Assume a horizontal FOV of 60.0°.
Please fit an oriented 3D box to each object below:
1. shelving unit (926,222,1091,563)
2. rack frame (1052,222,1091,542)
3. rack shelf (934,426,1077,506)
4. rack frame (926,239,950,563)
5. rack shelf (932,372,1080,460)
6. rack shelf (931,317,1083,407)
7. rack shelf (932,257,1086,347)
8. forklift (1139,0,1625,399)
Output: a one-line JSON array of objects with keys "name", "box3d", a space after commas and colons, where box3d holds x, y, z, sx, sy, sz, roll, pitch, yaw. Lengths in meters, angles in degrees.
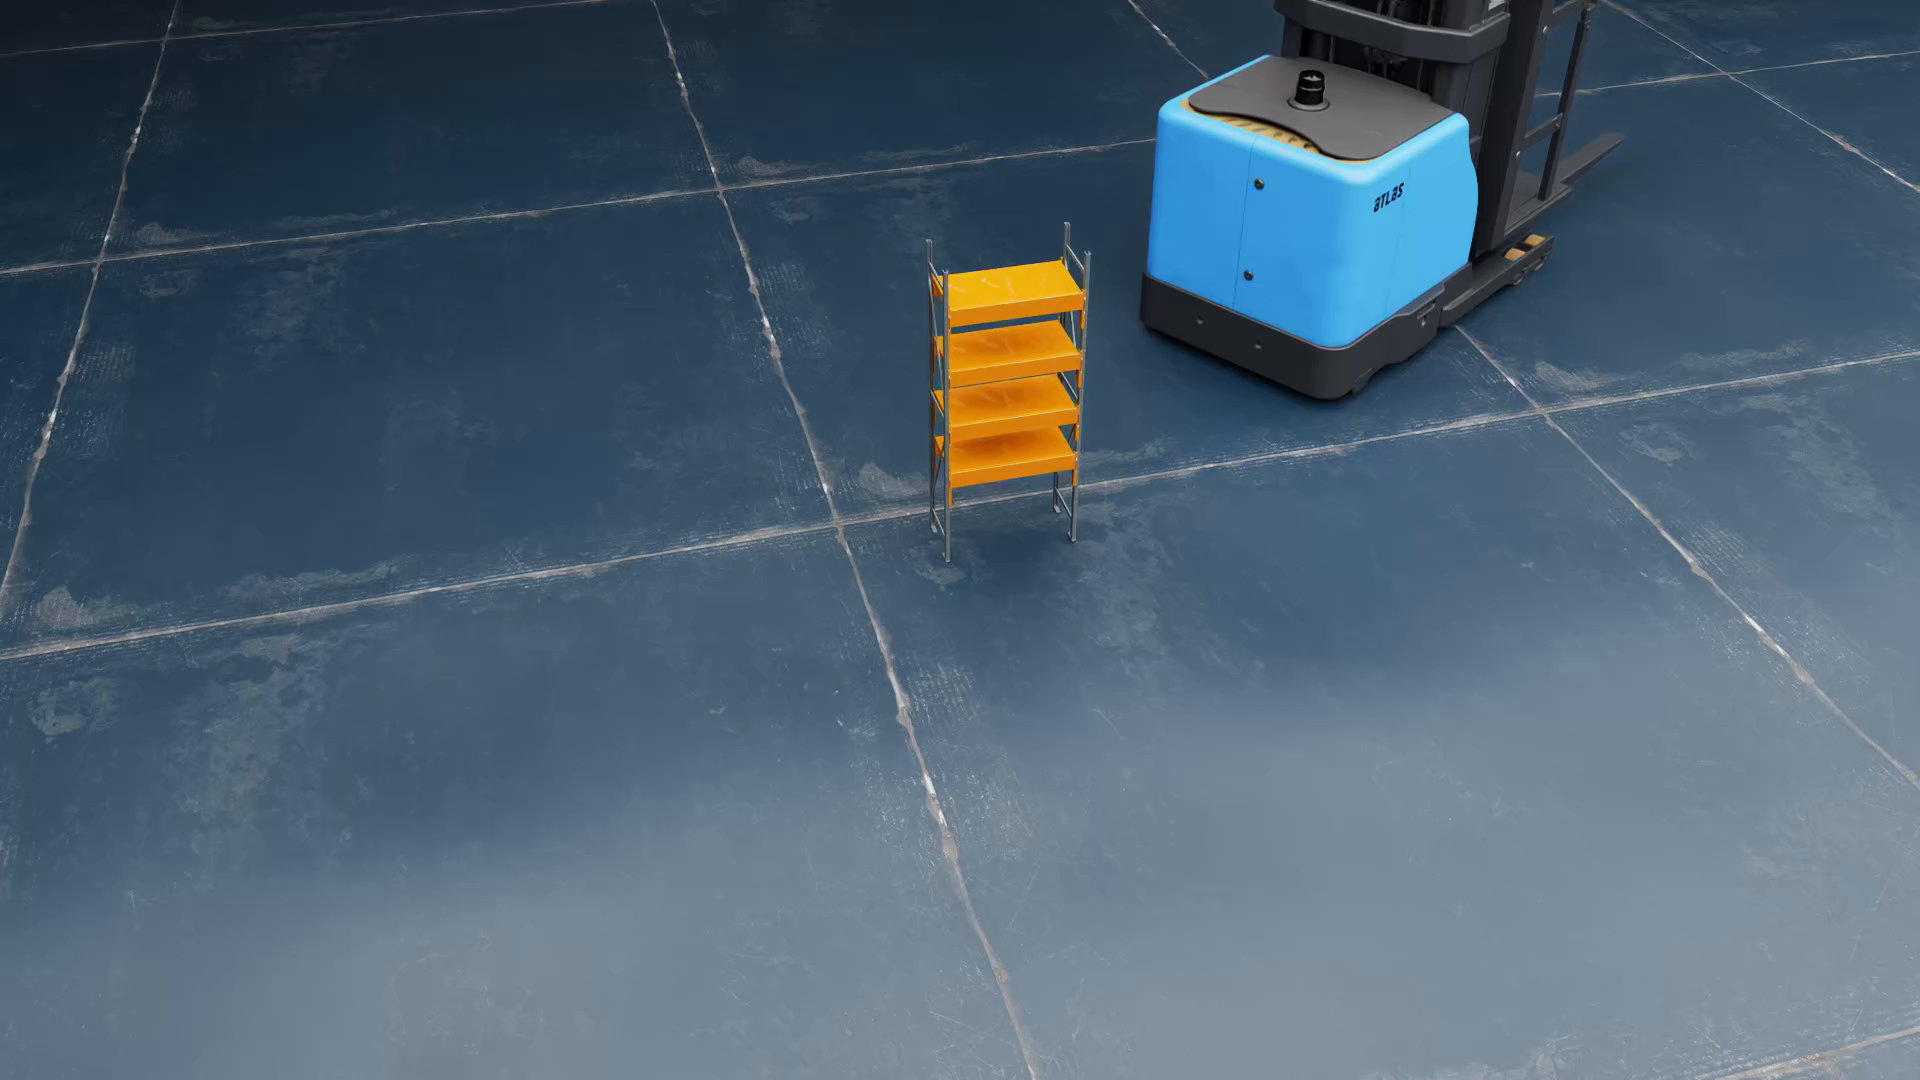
[{"name": "shelving unit", "box3d": [0.160, -0.503, 5.920, 0.503, 1.200, 0.258, -9, 38, -12]}, {"name": "rack frame", "box3d": [0.395, -0.541, 5.970, 0.015, 1.200, 0.240, -9, 38, -12]}, {"name": "rack shelf", "box3d": [0.160, -0.292, 6.081, 0.480, 0.148, 0.258, -9, 38, -12]}, {"name": "rack frame", "box3d": [-0.076, -0.464, 5.869, 0.015, 1.200, 0.240, -9, 38, -12]}, {"name": "rack shelf", "box3d": [0.160, -0.449, 5.961, 0.480, 0.148, 0.258, -9, 38, -12]}, {"name": "rack shelf", "box3d": [0.160, -0.627, 5.825, 0.480, 0.148, 0.258, -9, 38, -12]}, {"name": "rack shelf", "box3d": [0.160, -0.815, 5.681, 0.480, 0.148, 0.258, -9, 38, -12]}, {"name": "forklift", "box3d": [2.174, -2.554, 7.176, 1.130, 2.935, 3.031, 30, 46, 33]}]
